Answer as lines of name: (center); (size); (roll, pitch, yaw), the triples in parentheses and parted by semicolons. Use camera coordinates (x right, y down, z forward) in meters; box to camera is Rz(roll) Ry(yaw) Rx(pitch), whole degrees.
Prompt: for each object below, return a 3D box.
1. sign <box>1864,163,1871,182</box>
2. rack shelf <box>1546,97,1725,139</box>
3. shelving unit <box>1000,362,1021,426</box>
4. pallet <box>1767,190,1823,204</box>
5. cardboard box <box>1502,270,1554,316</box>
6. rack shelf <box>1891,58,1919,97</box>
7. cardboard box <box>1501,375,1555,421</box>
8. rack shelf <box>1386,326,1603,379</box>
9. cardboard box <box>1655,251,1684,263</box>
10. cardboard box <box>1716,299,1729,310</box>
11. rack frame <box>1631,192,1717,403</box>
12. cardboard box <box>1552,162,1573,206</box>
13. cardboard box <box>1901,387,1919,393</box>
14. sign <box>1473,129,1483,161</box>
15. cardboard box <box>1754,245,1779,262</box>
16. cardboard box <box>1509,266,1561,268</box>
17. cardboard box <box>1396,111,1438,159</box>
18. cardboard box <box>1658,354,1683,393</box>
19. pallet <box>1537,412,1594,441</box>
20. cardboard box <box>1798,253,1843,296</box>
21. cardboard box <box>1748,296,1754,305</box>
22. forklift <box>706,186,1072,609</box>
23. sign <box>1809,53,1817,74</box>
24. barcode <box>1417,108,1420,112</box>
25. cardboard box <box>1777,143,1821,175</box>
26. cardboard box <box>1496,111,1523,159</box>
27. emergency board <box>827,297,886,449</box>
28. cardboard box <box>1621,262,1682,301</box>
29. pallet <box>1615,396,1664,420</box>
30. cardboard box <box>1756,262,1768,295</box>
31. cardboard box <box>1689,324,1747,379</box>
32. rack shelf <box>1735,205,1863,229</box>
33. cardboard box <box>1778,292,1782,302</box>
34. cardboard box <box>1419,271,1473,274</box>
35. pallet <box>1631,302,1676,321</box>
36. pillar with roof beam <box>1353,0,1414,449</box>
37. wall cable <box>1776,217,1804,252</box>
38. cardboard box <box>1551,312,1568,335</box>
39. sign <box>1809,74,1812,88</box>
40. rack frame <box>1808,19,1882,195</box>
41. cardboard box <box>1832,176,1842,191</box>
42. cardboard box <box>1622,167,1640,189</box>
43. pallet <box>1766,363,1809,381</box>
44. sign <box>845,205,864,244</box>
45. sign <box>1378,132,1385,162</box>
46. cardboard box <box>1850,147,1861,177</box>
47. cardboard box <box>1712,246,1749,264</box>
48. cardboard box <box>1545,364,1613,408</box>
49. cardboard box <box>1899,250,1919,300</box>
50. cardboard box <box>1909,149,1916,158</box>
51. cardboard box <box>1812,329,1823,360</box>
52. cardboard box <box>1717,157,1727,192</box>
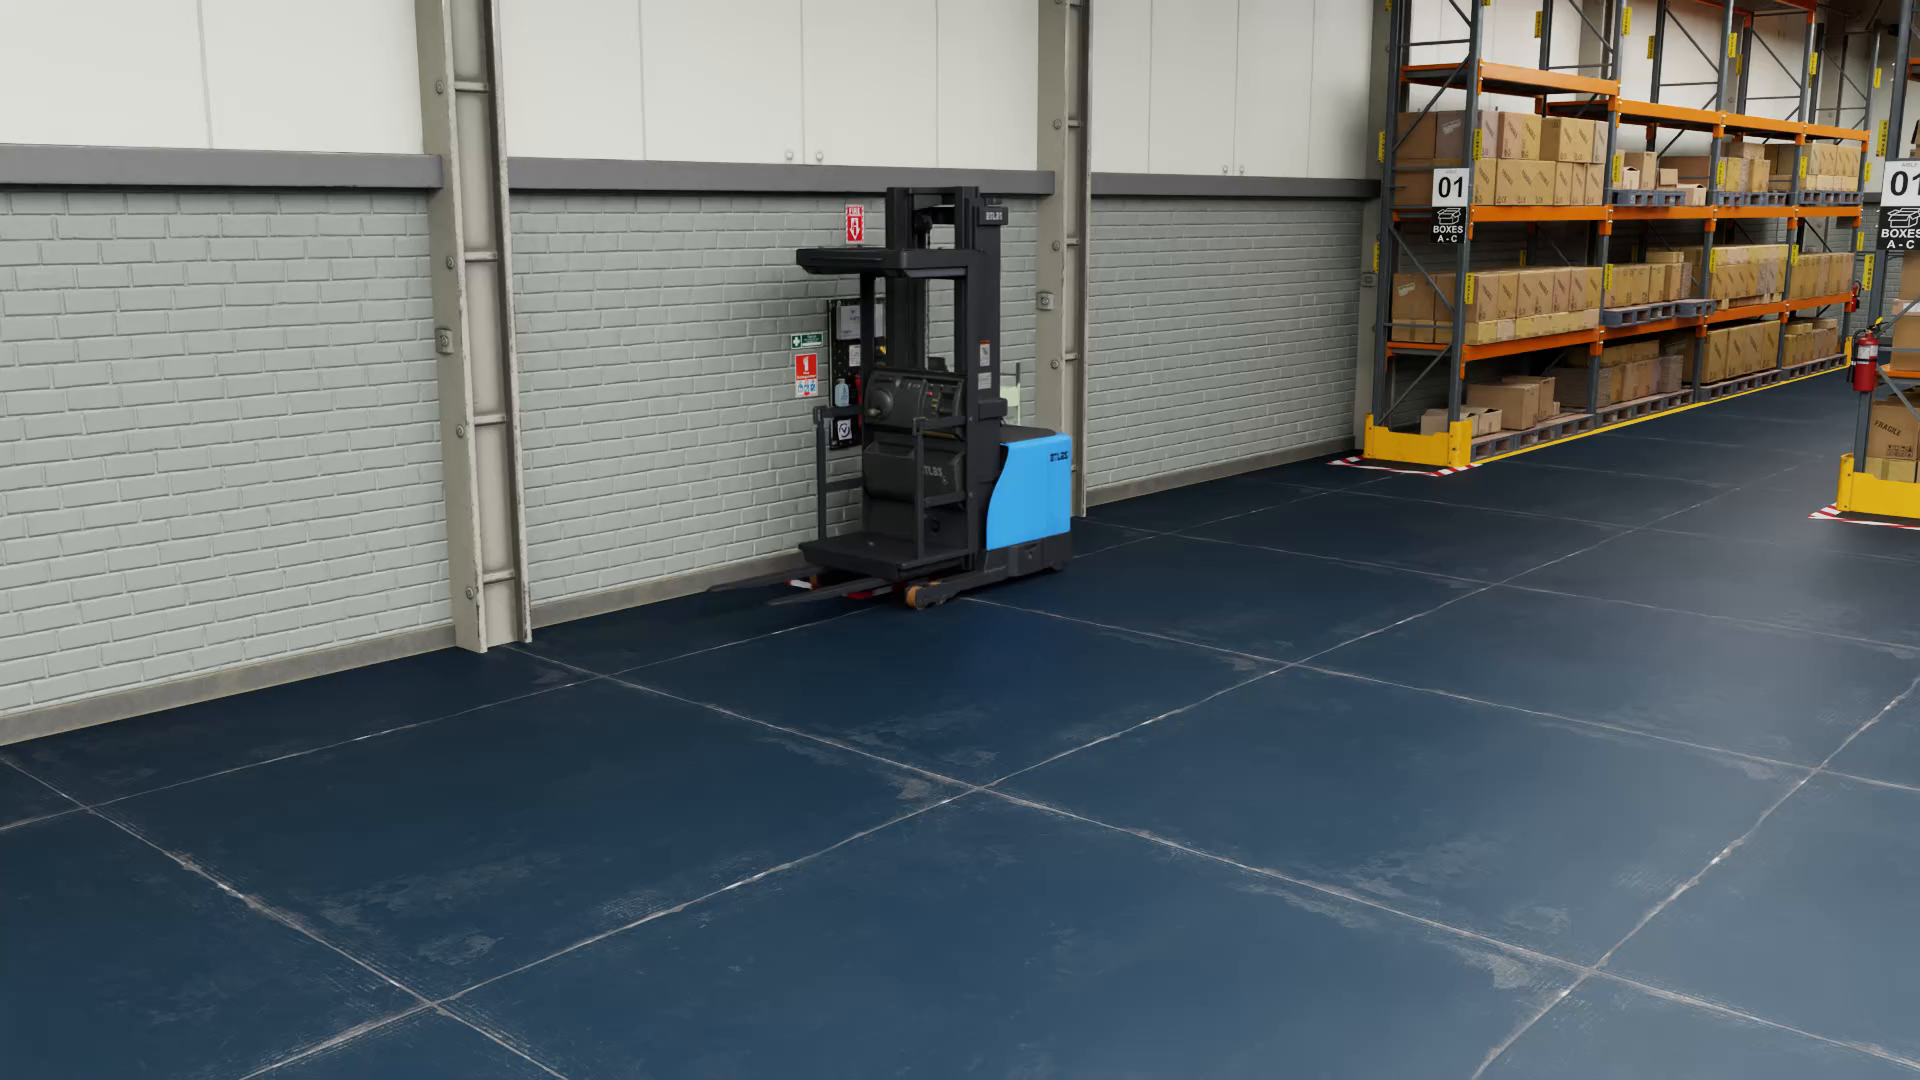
sign: (16.025, -6.498, 29.368); (0.100, 0.325, 0.005); (10, 15, 40)
rack shelf: (9.026, -5.625, 22.258); (1.077, 0.370, 4.000); (10, 15, 40)
shelving unit: (0.136, -0.725, 14.007); (0.431, 1.500, 0.755); (7, 13, 34)
pallet: (13.534, -5.661, 27.466); (1.003, 0.211, 1.213); (10, 15, 40)
cardboard box: (6.617, -2.909, 19.534); (0.500, 0.500, 0.500); (10, 15, 42)
rack shelf: (10.109, -4.397, 16.107); (1.077, 0.370, 4.000); (10, 15, 40)
cardboard box: (7.051, -1.770, 20.674); (0.500, 0.500, 0.500); (8, 14, 36)
rack shelf: (6.385, -2.291, 19.860); (1.077, 0.370, 4.000); (10, 15, 40)
cardboard box: (10.141, -4.055, 23.819); (0.380, 0.149, 0.250); (7, 14, 33)
cardboard box: (11.149, -3.496, 24.645); (0.380, 0.149, 0.250); (10, 15, 42)
rack frame: (10.346, -3.526, 24.209); (1.000, 3.000, 0.127); (10, 15, 40)
cardboard box: (6.877, -4.202, 19.628); (0.500, 0.500, 0.500); (9, 14, 38)
cardboard box: (9.899, -1.275, 16.968); (0.500, 0.500, 0.500); (10, 15, 40)
sign: (5.473, -4.179, 17.585); (0.100, 0.325, 0.005); (10, 15, 40)
cardboard box: (12.526, -4.512, 26.161); (0.500, 0.250, 0.500); (10, 15, 42)
cardboard box: (7.238, -3.200, 20.991); (0.500, 0.500, 0.500); (9, 15, 39)
cardboard box: (5.153, -4.467, 18.399); (0.500, 0.500, 0.500); (11, 15, 43)
cardboard box: (9.910, -2.404, 23.846); (0.700, 0.500, 0.500); (10, 15, 41)
pallet: (7.289, -1.467, 21.018); (1.003, 0.211, 1.213); (10, 15, 40)
cardboard box: (14.826, -4.666, 29.147); (0.980, 0.700, 0.700); (10, 15, 40)
cardboard box: (12.104, -3.734, 25.838); (0.380, 0.149, 0.250); (9, 15, 39)
forklift: (-0.480, -1.057, 12.021); (1.130, 2.935, 3.031); (10, 15, 41)
sign: (13.402, -7.485, 26.126); (0.100, 0.325, 0.005); (10, 15, 40)
barcode: (5.158, -4.823, 18.702); (0.001, 0.075, 0.075); (10, 15, 40)
cardboard box: (13.668, -6.204, 27.095); (0.500, 0.500, 0.500); (10, 15, 40)
cardboard box: (5.871, -4.462, 18.376); (0.500, 0.500, 0.500); (10, 15, 40)
emergency board: (-0.743, -1.323, 13.176); (0.194, 1.169, 0.643); (10, 15, 40)
cardboard box: (9.695, -3.635, 23.374); (0.700, 0.500, 0.500); (8, 14, 35)
pallet: (9.024, -1.866, 23.013); (1.003, 0.211, 1.213); (10, 15, 40)
cardboard box: (12.204, -4.070, 25.864); (0.500, 0.500, 0.500); (10, 15, 40)
cardboard box: (11.513, -2.898, 25.476); (0.750, 0.750, 0.750); (10, 15, 40)
rack shelf: (14.307, -5.527, 28.405); (1.077, 0.370, 4.000); (10, 15, 40)
cardboard box: (12.976, -3.915, 26.746); (0.380, 0.149, 0.250); (10, 15, 41)
cardboard box: (5.556, -2.823, 19.104); (0.500, 0.500, 0.500); (10, 15, 41)
pallet: (9.070, -3.136, 22.743); (1.003, 0.211, 1.213); (10, 15, 40)
pillar with roof beam: (8.111, -4.950, 16.017); (9.100, 9.000, 0.400); (10, 15, 40)
wall cable: (15.762, -5.512, 31.558); (0.084, 1.984, 1.851); (10, 15, 40)
cardboard box: (6.965, -2.617, 19.988); (0.500, 0.250, 0.500); (10, 15, 40)
sign: (15.214, -8.254, 29.771); (0.100, 0.325, 0.005); (10, 15, 40)
rack frame: (15.627, -7.645, 29.514); (1.000, 3.000, 0.127); (10, 15, 40)
cardboard box: (14.660, -6.060, 28.290); (0.500, 0.250, 0.500); (9, 15, 39)
cardboard box: (8.533, -4.732, 21.741); (0.500, 0.311, 0.500); (10, 15, 42)
pallet: (13.547, -2.849, 27.938); (1.003, 0.211, 1.213); (10, 15, 40)
sign: (-0.823, -2.471, 13.008); (0.001, 0.298, 0.199); (10, 15, 40)
sign: (4.662, -4.329, 18.309); (0.100, 0.325, 0.005); (10, 15, 40)
cardboard box: (15.349, -6.581, 28.983); (0.500, 0.500, 0.500); (10, 15, 40)
cardboard box: (11.521, -4.286, 25.029); (0.500, 0.250, 0.500); (10, 15, 41)
cardboard box: (8.179, -2.038, 22.017); (0.700, 0.500, 0.500); (10, 15, 42)
cardboard box: (9.141, -2.470, 15.350); (0.700, 0.500, 0.500); (10, 15, 41)
cardboard box: (9.351, -3.585, 15.797); (0.500, 0.250, 0.500); (10, 15, 40)
cardboard box: (14.578, -3.420, 28.986); (0.700, 0.500, 0.500); (9, 14, 39)
cardboard box: (10.933, -5.426, 24.681); (0.700, 0.500, 0.500); (9, 14, 37)
